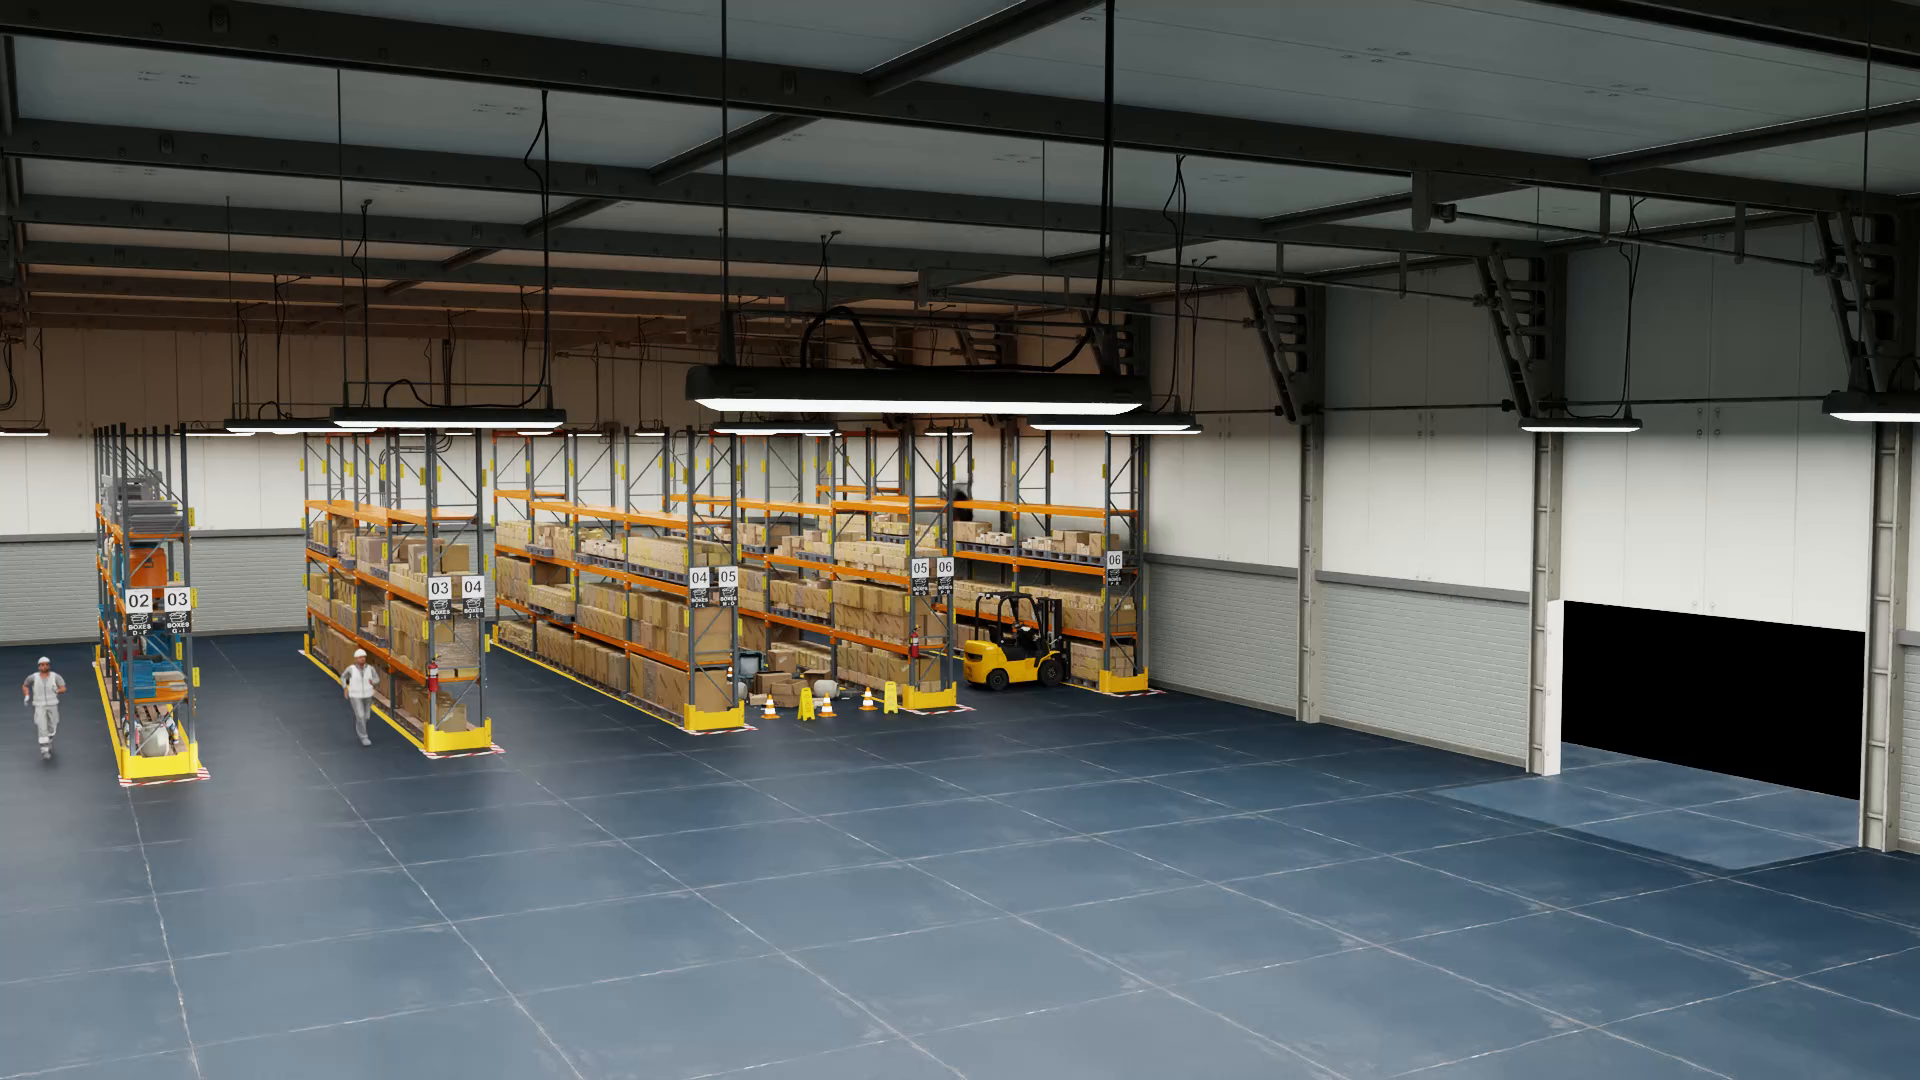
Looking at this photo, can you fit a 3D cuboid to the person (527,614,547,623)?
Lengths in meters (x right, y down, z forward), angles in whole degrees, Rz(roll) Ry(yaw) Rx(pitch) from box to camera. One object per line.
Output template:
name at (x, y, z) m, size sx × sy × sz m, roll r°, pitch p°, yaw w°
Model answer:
person at (-12.414, 1.930, 48.551) m, size 0.771 × 1.760 × 0.748 m, roll 2°, pitch 4°, yaw 31°

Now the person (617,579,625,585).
person at (-10.171, 1.904, 49.971) m, size 0.604 × 1.599 × 0.619 m, roll -1°, pitch 4°, yaw -19°

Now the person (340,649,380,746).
person at (-11.248, 2.923, 31.216) m, size 0.657 × 1.756 × 0.948 m, roll -3°, pitch 4°, yaw -37°

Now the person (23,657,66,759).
person at (-16.426, 2.987, 29.874) m, size 0.662 × 1.773 × 1.002 m, roll -3°, pitch 4°, yaw -37°
